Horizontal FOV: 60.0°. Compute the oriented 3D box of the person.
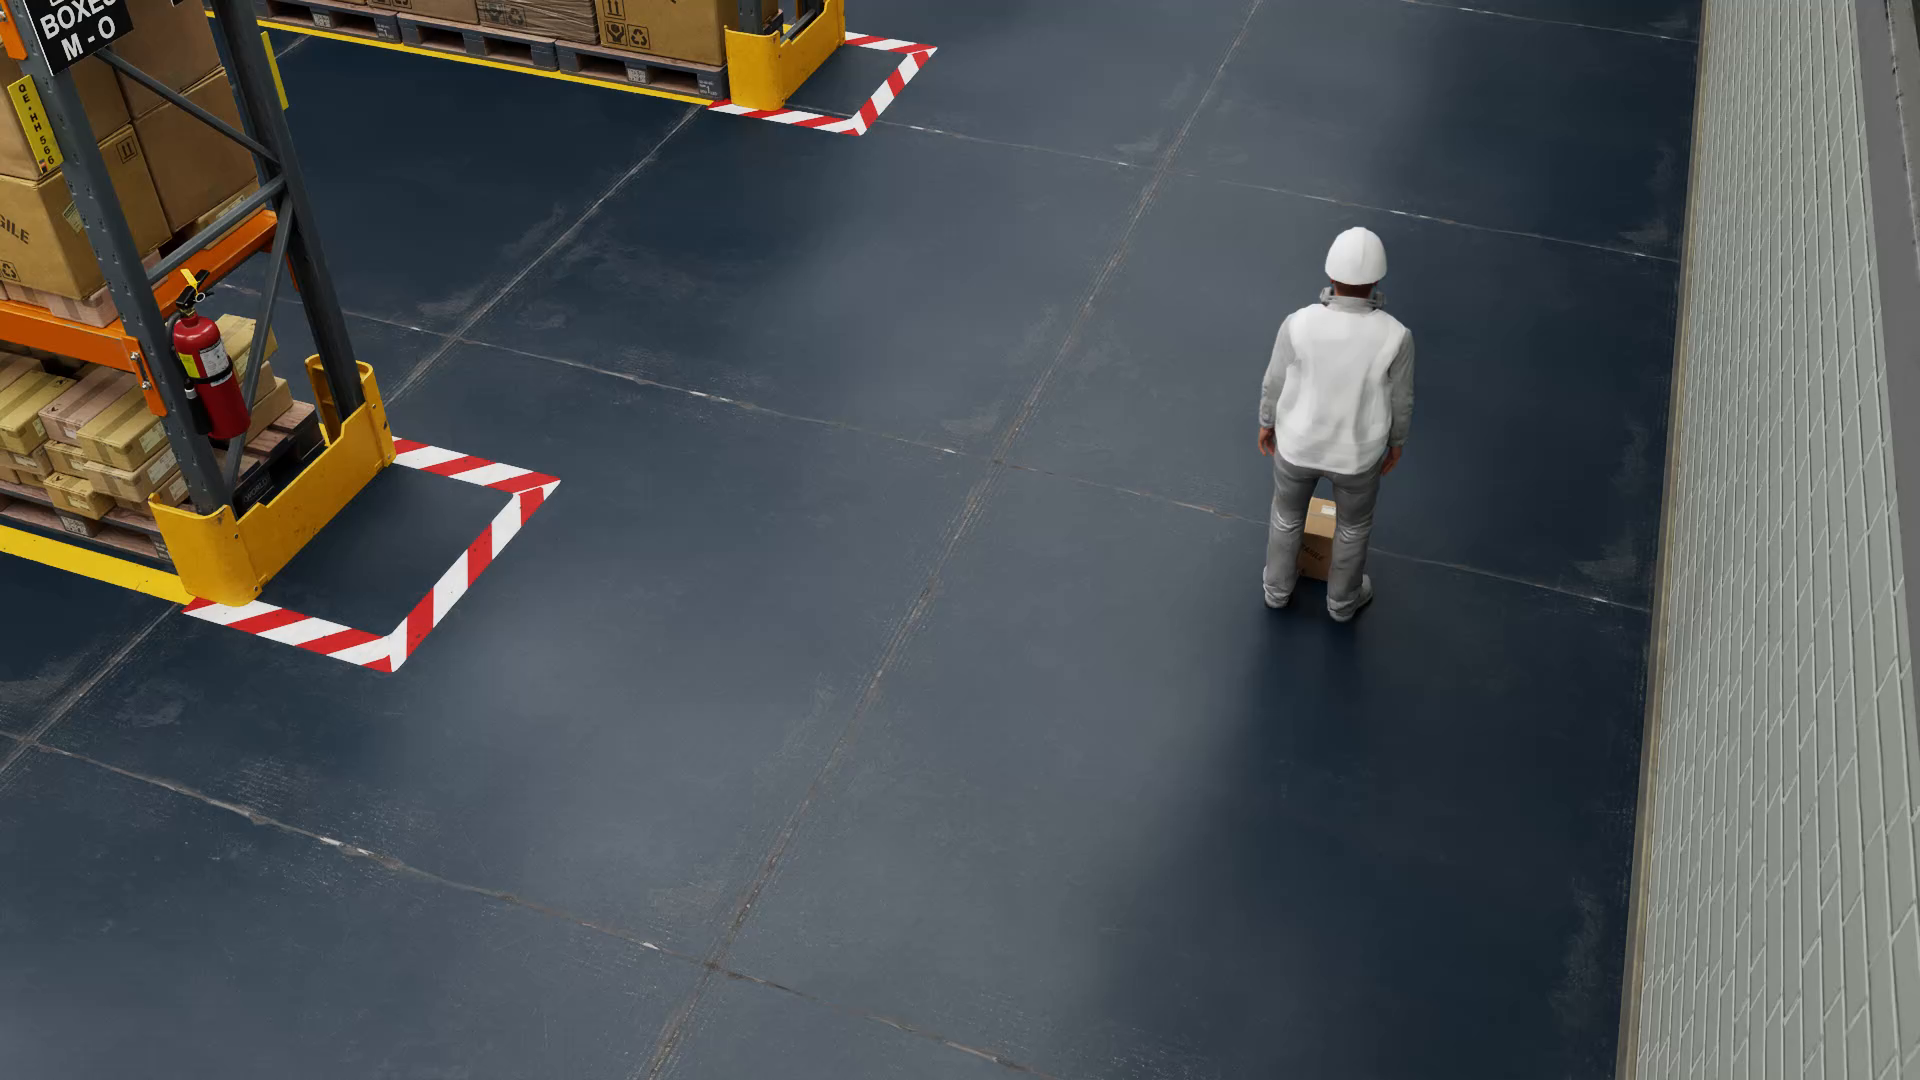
[{"bbox_3d":[1.476,-0.416,6.614,0.590,1.770,0.465,11,42,12],"label":"person"}]
